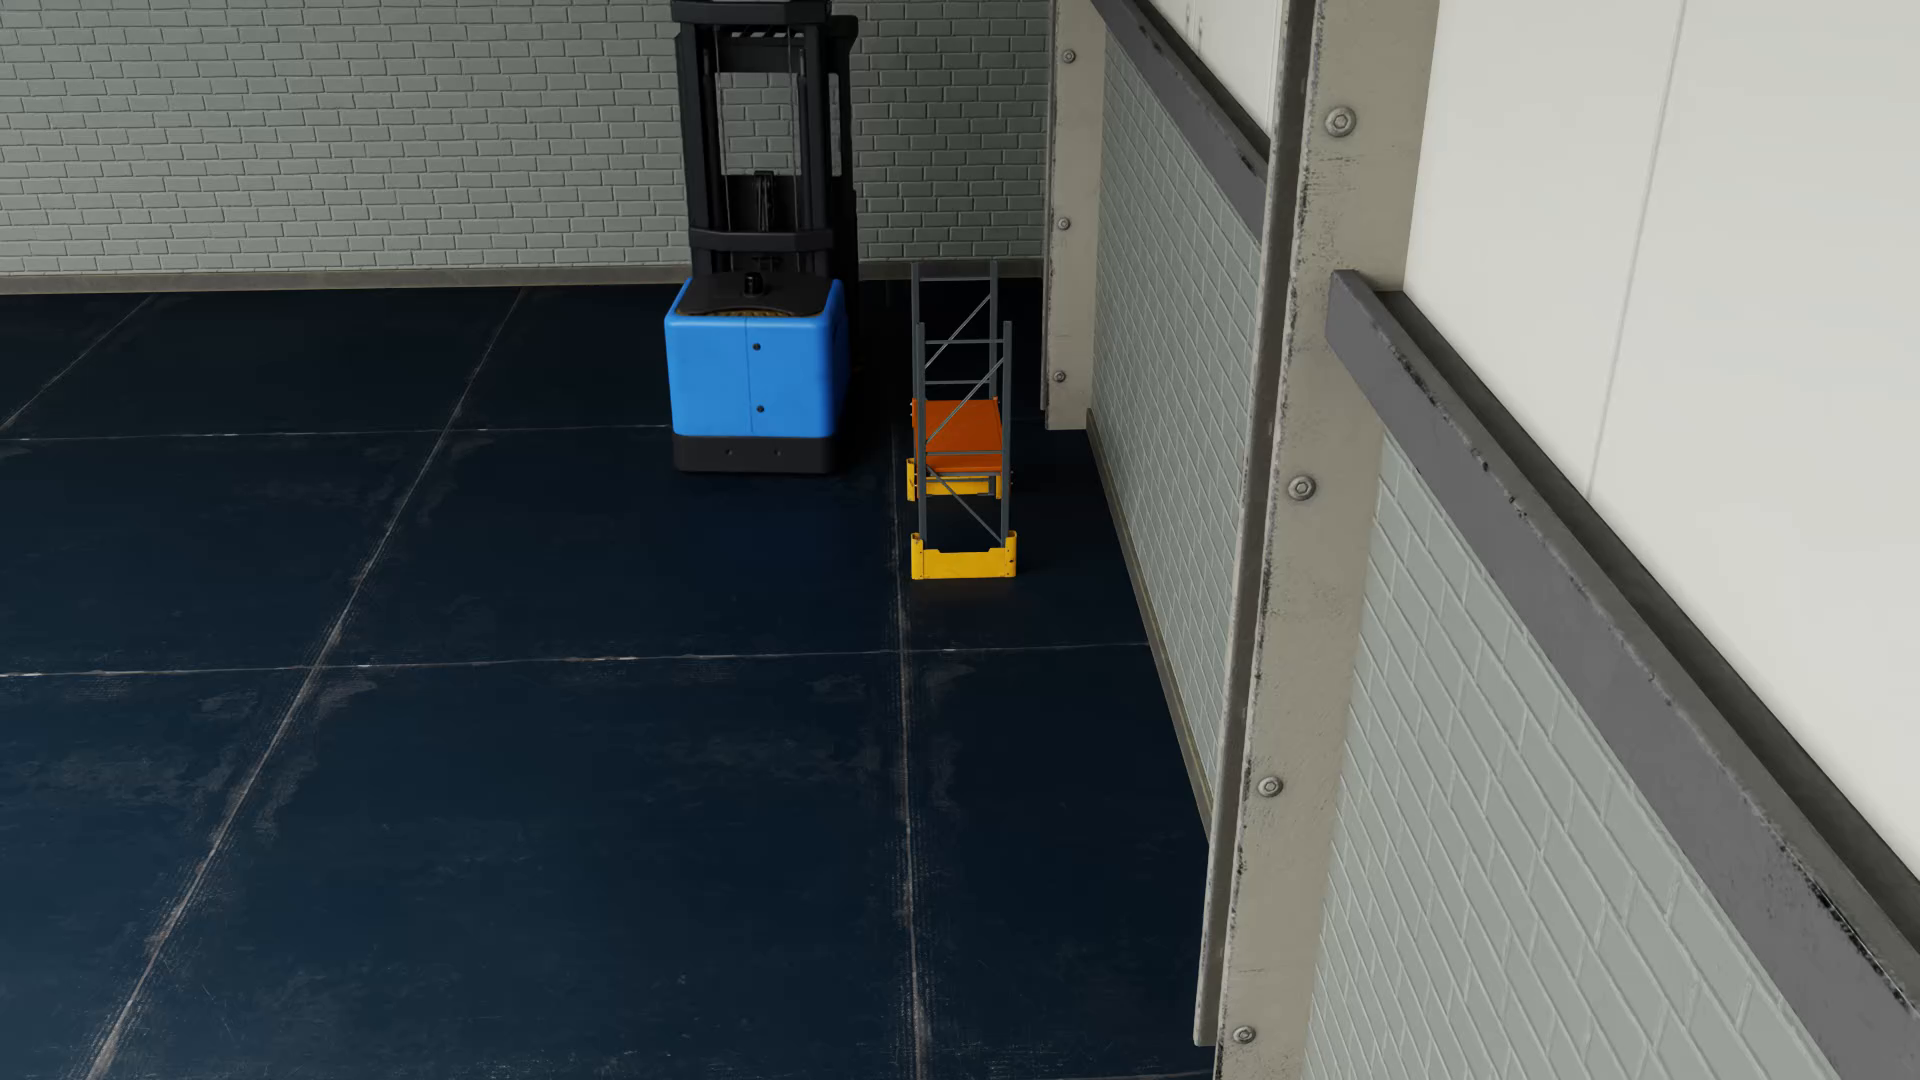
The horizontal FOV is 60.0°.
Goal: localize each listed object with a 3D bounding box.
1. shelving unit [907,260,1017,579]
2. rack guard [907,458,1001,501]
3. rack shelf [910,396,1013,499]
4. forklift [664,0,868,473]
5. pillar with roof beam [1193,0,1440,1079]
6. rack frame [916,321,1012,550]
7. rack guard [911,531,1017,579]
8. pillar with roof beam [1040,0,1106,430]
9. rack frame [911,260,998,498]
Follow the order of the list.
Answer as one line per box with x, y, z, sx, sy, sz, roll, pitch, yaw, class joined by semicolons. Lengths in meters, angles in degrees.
-0.004;-0.700;9.471;0.587;1.500;1.083;-1;28;-3;shelving unit
-0.030;-0.376;10.201;0.587;0.250;0.087;-1;28;-3;rack guard
-0.004;-0.545;9.562;0.538;0.185;1.000;-1;28;-3;rack shelf
-1.232;-2.359;11.103;1.130;2.935;3.031;1;28;2;forklift
-3.266;-1.951;3.759;9.100;9.000;0.400;-1;28;-3;pillar with roof beam
0.022;-0.470;9.029;0.500;1.500;0.032;-1;28;-3;rack frame
0.022;0.084;9.319;0.587;0.250;0.087;-1;28;-3;rack guard
-3.579;-4.722;9.072;9.100;9.000;0.400;-1;28;-3;pillar with roof beam
-0.031;-0.939;9.929;0.500;1.500;0.032;-1;28;-3;rack frame
